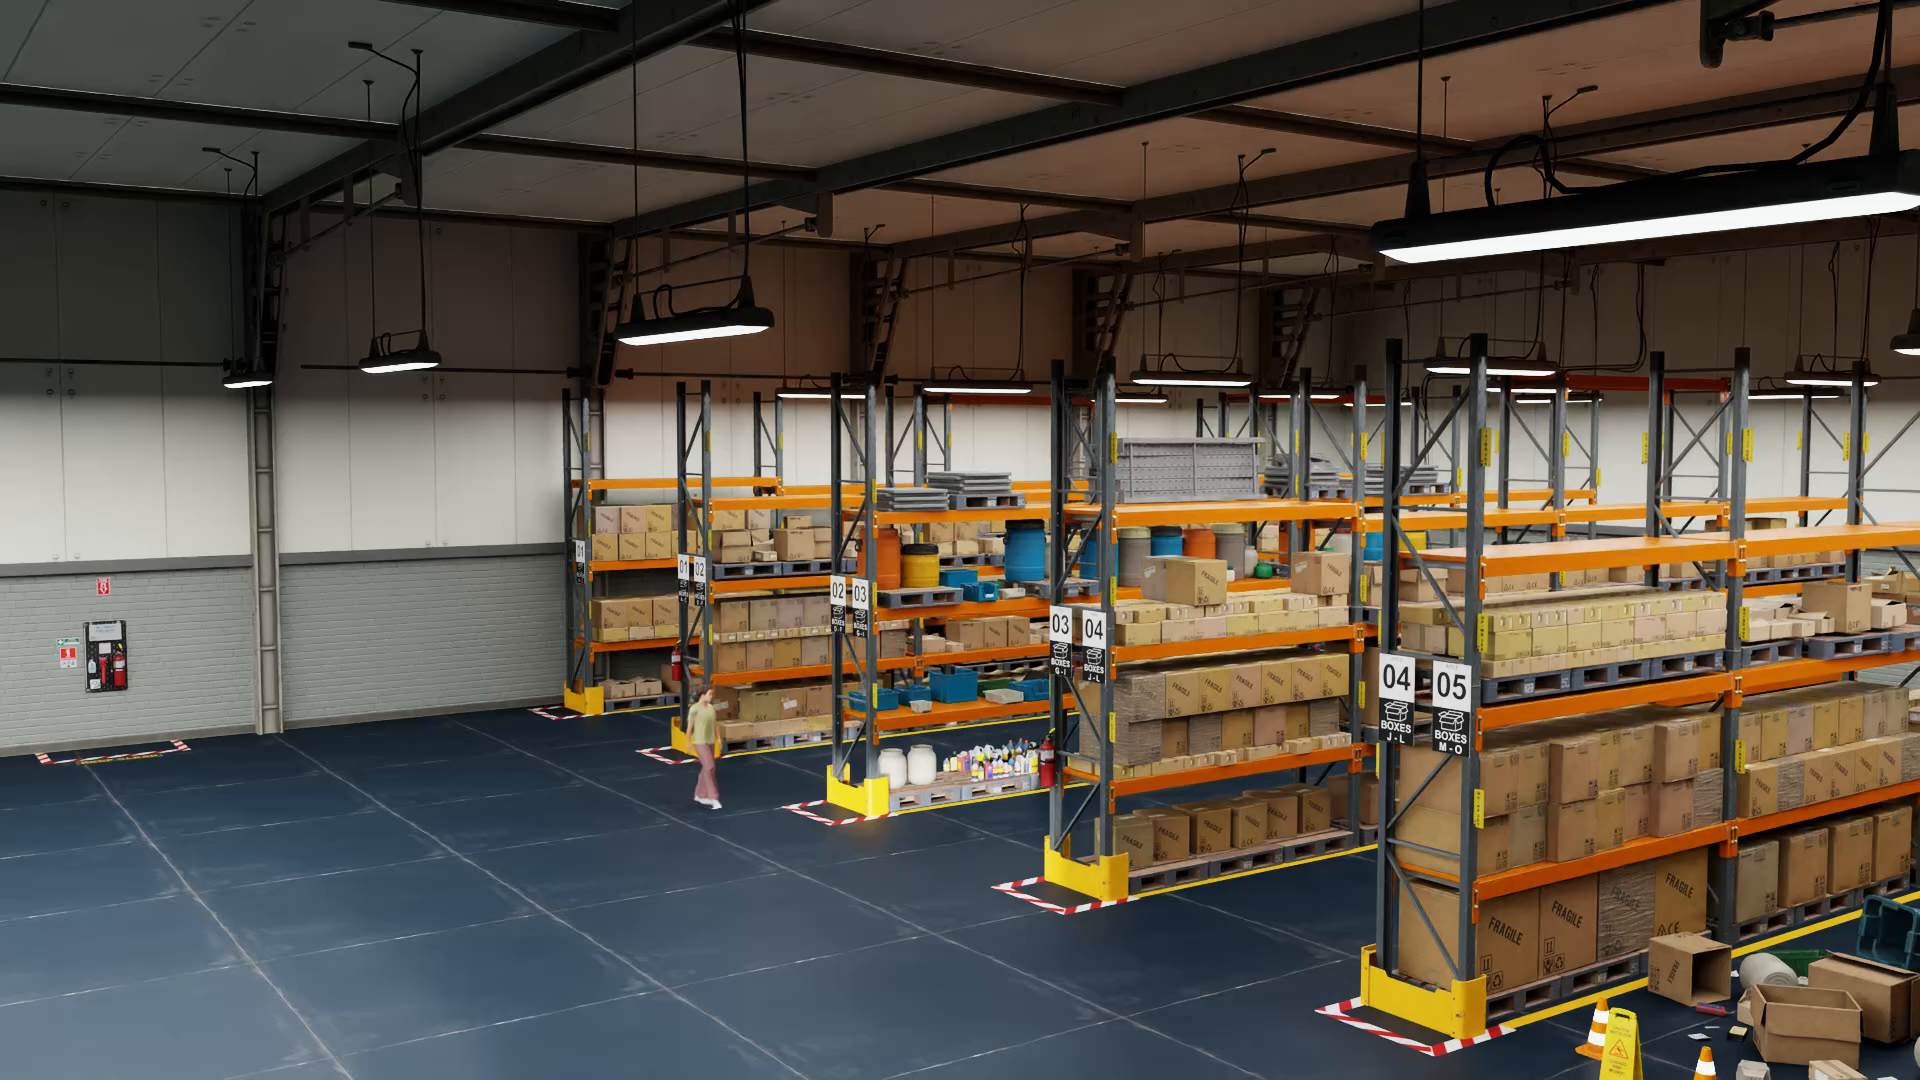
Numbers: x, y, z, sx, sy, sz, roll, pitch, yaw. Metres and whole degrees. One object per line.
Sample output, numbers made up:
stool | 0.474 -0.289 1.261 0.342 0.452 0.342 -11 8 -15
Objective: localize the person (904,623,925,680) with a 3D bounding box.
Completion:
person | -0.956 2.349 31.122 0.621 1.646 0.499 -2 4 -32

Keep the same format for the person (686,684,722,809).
person | -3.453 2.852 23.082 0.698 1.680 0.460 3 4 35
